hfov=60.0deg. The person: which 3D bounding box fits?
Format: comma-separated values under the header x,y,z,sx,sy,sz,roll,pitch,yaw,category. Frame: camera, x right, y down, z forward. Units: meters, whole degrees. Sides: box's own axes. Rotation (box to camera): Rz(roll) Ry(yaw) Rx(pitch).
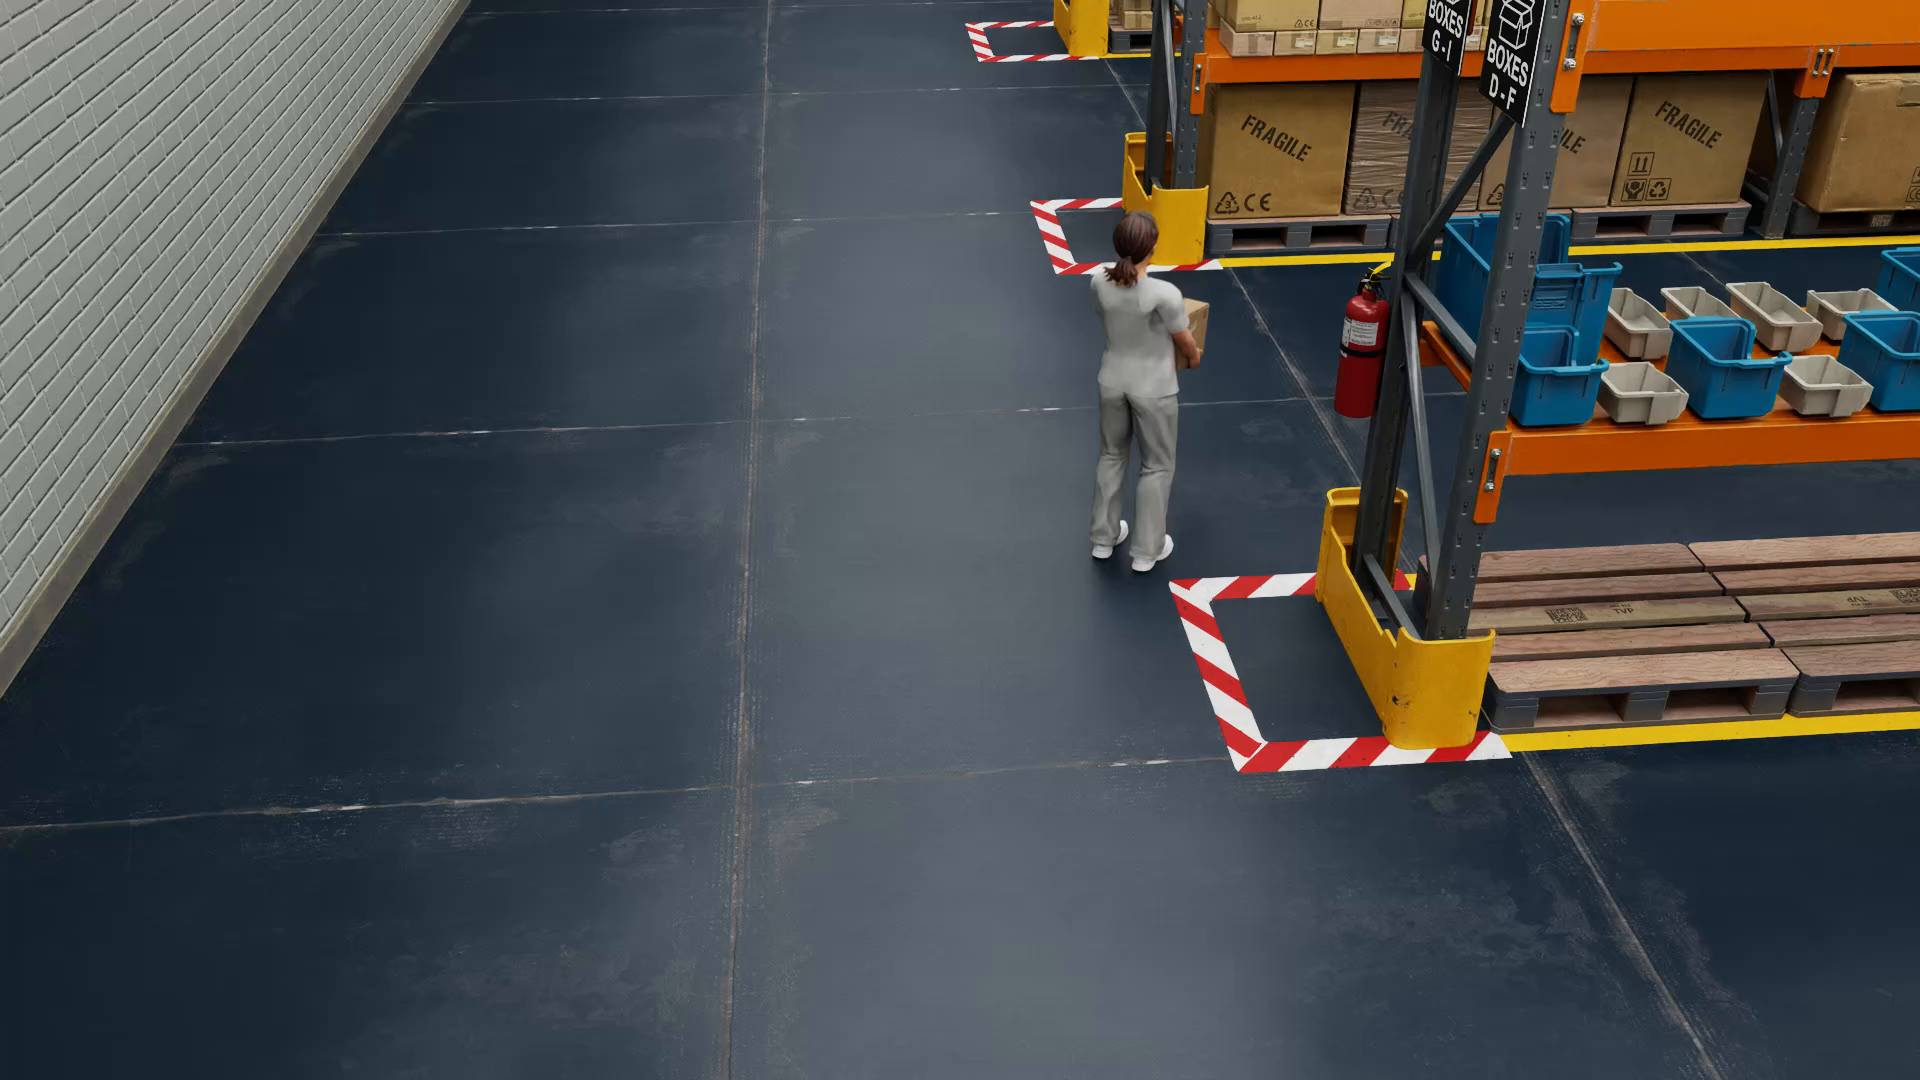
x,y,z,sx,sy,sz,roll,pitch,yaw,category
0.803,-0.672,7.257,0.436,1.663,0.560,19,36,28,person
